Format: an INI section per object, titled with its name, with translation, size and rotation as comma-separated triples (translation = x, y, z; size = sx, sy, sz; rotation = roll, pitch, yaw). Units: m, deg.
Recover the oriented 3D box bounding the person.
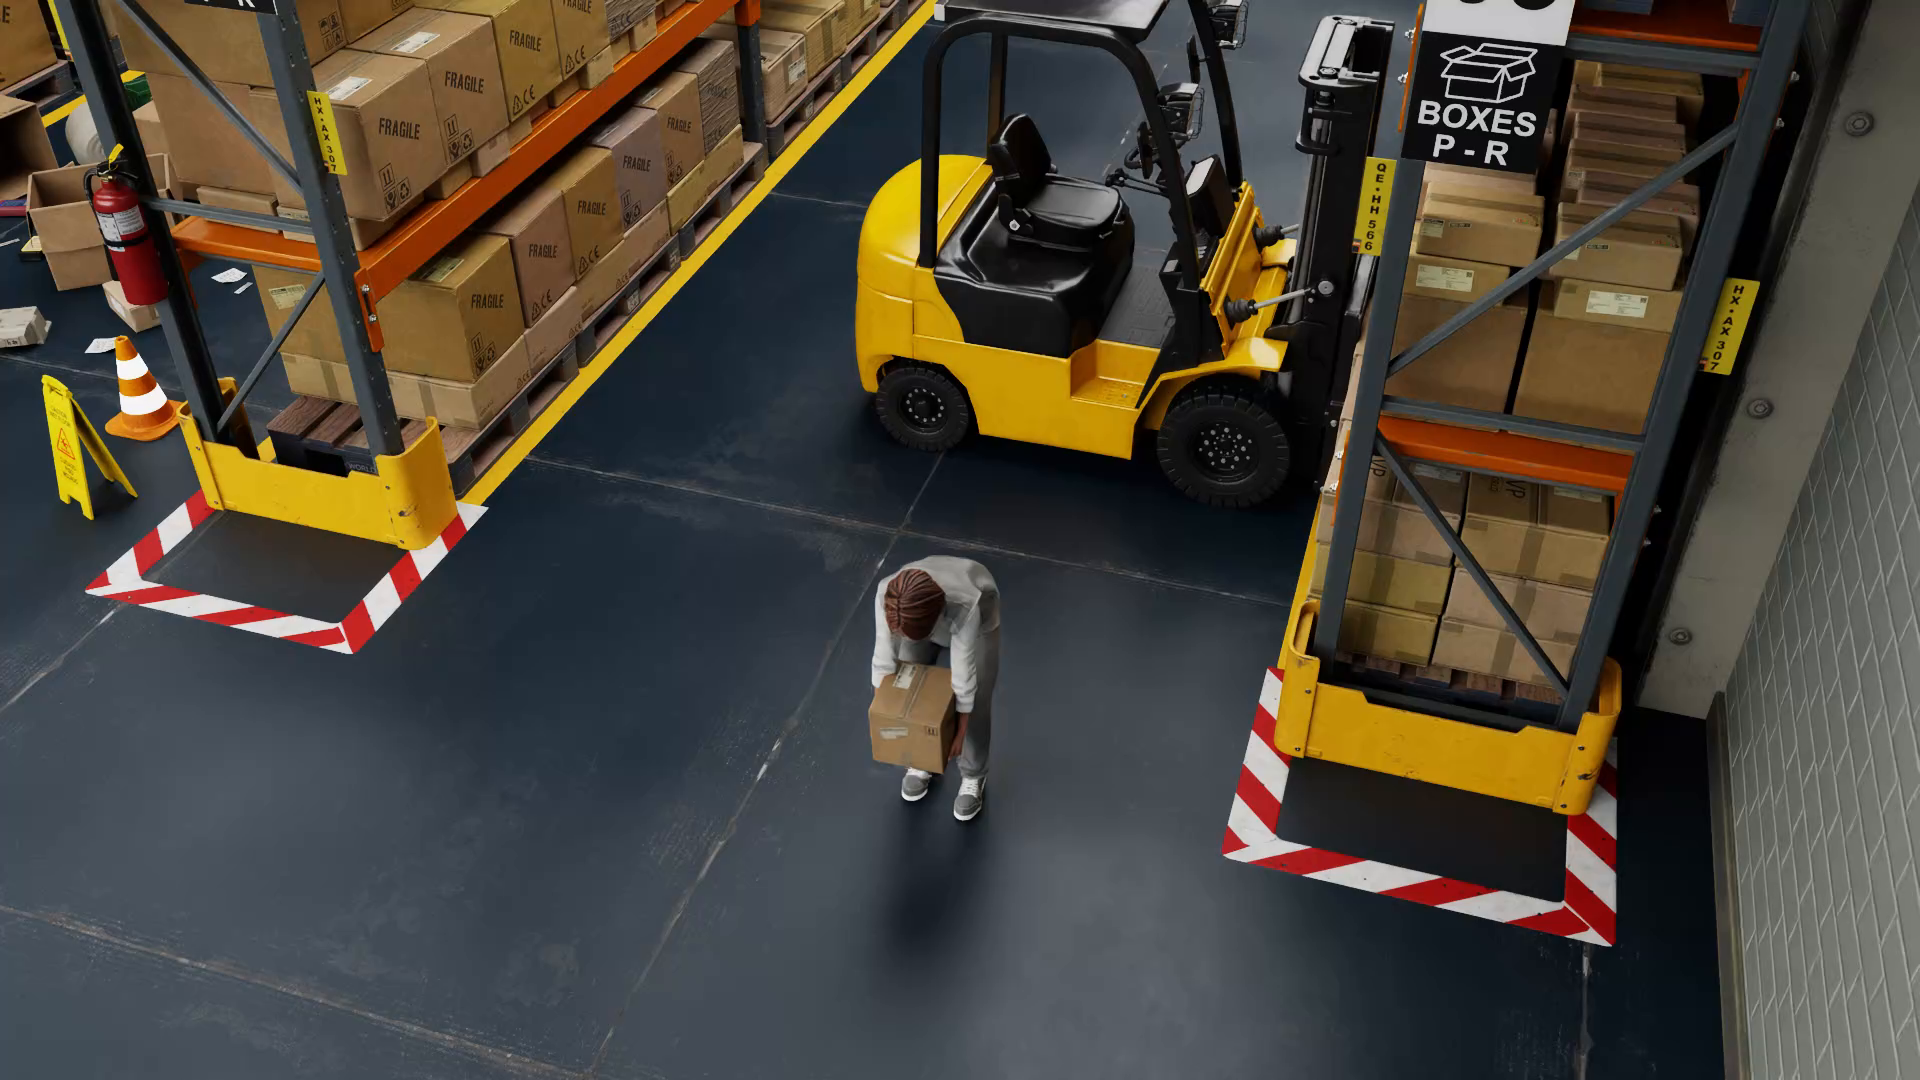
[person]
translation = -0.091, 0.496, 5.747
size = 0.382, 1.317, 0.757
rotation = 10, 39, 13
